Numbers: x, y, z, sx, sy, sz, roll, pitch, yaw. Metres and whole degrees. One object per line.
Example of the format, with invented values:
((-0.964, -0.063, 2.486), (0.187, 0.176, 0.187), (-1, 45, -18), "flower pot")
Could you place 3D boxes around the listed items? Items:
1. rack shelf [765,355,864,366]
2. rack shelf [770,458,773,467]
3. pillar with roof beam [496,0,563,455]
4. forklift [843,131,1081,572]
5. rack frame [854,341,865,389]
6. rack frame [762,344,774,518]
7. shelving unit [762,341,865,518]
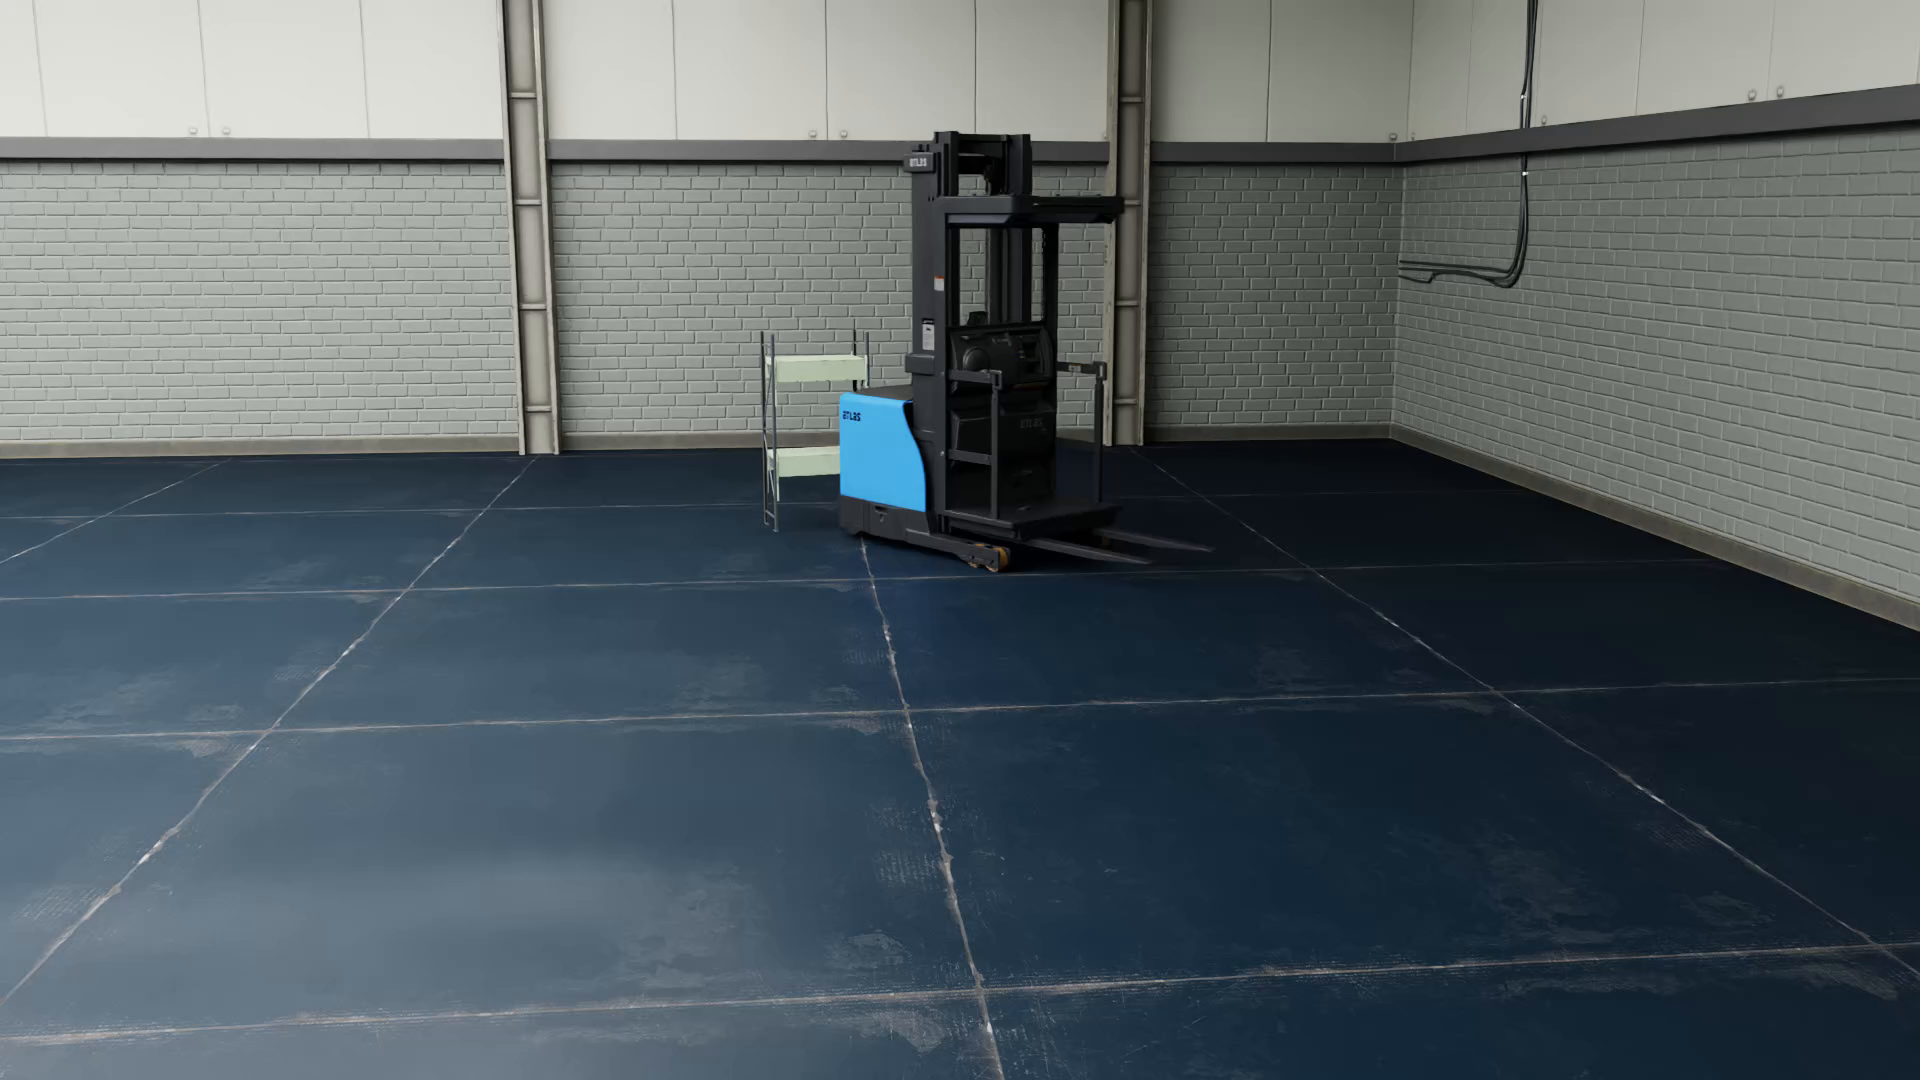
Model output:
((-1.111, -1.367, 12.720), (0.686, 0.052, 0.368), (-4, 12, -19), "rack shelf")
((-1.111, -0.604, 12.870), (0.664, 0.071, 0.332), (-4, 12, -19), "rack shelf")
((-3.788, -4.481, 11.833), (0.400, 9.000, 9.100), (-1, 11, -6), "pillar with roof beam")
((0.428, -1.330, 11.534), (1.109, 2.935, 3.031), (-10, 15, -40), "forklift")
((-0.766, -0.877, 12.939), (0.010, 1.308, 0.380), (-4, 12, -19), "rack frame")
((-1.458, -0.831, 12.705), (0.010, 1.308, 0.380), (-4, 12, -19), "rack frame")
((-1.112, -0.854, 12.822), (0.742, 1.308, 0.380), (-4, 12, -19), "shelving unit")
